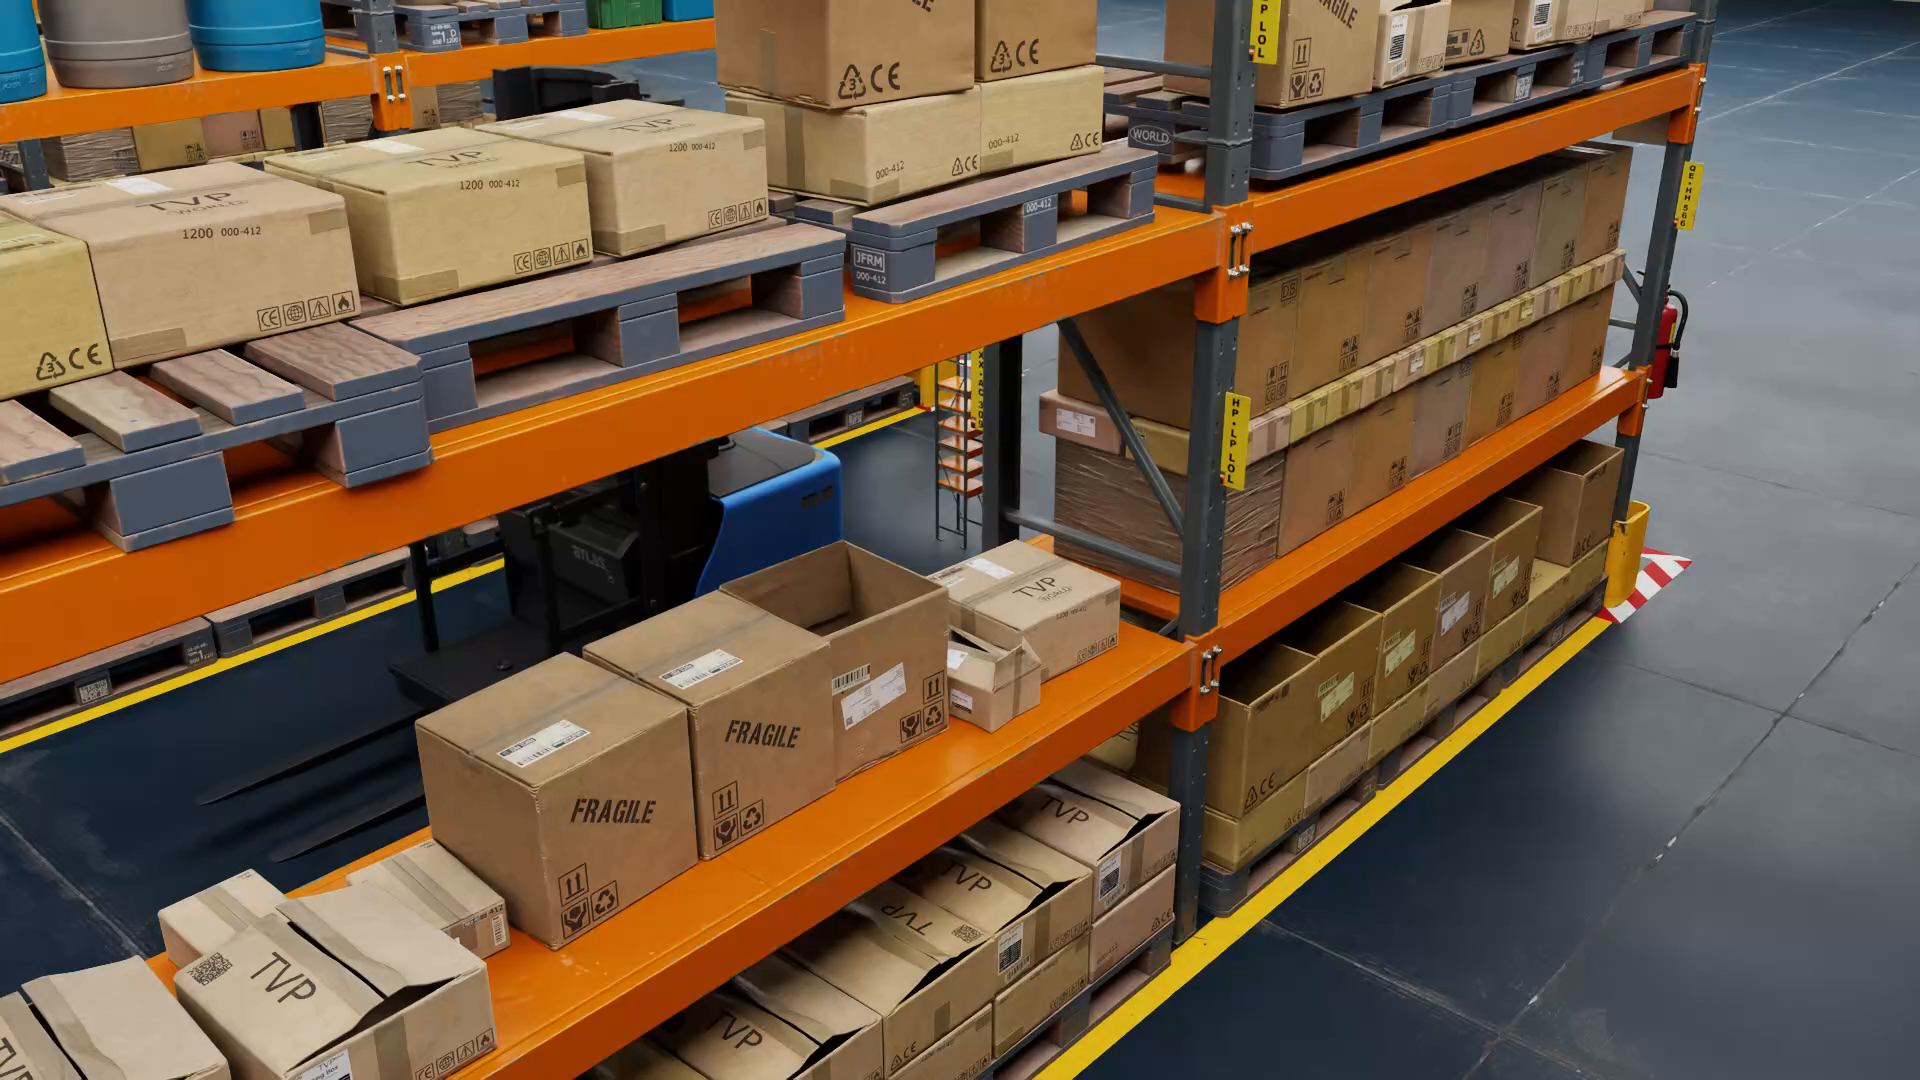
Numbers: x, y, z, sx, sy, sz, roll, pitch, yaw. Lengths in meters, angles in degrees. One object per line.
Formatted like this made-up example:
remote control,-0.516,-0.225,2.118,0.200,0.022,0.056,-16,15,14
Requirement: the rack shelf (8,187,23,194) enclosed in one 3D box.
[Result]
rack shelf,-5.546,-2.965,13.576,1.077,0.370,4.000,20,31,38

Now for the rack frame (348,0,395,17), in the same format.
rack frame,-3.192,-4.069,7.826,1.000,3.000,0.127,20,31,38

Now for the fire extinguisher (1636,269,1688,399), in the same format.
fire extinguisher,3.589,-1.071,8.566,0.296,0.674,0.183,20,31,38

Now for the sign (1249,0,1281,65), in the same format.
sign,0.905,-1.581,4.927,0.100,0.325,0.005,20,31,38

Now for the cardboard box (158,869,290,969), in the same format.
cardboard box,-1.781,1.006,4.147,0.380,0.149,0.250,20,31,38

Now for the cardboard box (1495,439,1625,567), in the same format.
cardboard box,3.027,-0.231,8.530,0.500,0.500,0.500,20,31,38

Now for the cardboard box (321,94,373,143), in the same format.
cardboard box,-5.209,-3.598,13.624,0.875,0.500,0.500,20,31,38

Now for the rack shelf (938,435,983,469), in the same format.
rack shelf,0.010,-0.511,9.533,0.258,0.103,0.180,20,31,38

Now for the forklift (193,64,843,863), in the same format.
forklift,-1.906,-0.445,7.159,1.130,2.935,3.031,20,31,37

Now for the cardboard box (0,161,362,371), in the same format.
cardboard box,-1.578,-0.569,3.357,0.500,0.250,0.500,21,32,39

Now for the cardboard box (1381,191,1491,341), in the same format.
cardboard box,1.790,-1.211,7.077,0.700,0.500,0.500,20,31,38

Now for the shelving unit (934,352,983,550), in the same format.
shelving unit,0.010,-0.552,9.514,0.258,1.200,0.189,20,31,38

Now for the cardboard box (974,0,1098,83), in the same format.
cardboard box,0.053,-1.635,4.817,0.500,0.500,0.500,21,31,38

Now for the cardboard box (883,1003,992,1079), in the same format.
cardboard box,-0.247,1.600,5.362,0.500,0.250,0.500,21,32,39

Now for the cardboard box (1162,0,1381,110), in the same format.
cardboard box,1.027,-1.729,5.468,0.500,0.500,0.500,-21,32,-39

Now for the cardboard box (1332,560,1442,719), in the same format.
cardboard box,1.704,0.382,7.162,0.500,0.500,0.500,20,31,38

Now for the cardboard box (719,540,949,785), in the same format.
cardboard box,-0.382,0.366,5.144,0.500,0.500,0.500,-22,32,-39

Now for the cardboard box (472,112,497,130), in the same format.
cardboard box,-4.247,-3.645,14.520,0.380,0.149,0.250,20,31,38

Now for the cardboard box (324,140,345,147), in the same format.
cardboard box,-5.170,-3.159,13.437,0.380,0.149,0.250,20,31,38

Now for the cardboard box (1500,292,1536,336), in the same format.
cardboard box,2.362,-1.056,7.523,0.380,0.149,0.250,21,32,39

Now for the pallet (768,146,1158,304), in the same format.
pallet,-0.085,-0.987,4.853,0.805,0.209,1.217,19,30,36

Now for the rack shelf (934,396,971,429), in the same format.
rack shelf,0.010,-0.730,9.434,0.258,0.103,0.180,20,31,38

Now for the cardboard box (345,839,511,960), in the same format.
cardboard box,-1.366,0.951,4.269,0.250,0.149,0.380,-21,32,-39

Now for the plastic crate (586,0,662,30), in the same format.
plastic crate,-1.936,-3.010,9.390,0.336,0.188,0.450,20,31,38

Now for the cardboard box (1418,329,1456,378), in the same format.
cardboard box,1.849,-0.822,7.001,0.380,0.149,0.250,20,31,37

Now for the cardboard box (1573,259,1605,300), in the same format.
cardboard box,2.877,-1.290,8.045,0.380,0.149,0.250,21,32,39

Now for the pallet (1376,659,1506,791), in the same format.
pallet,1.870,0.690,7.953,1.003,0.211,1.213,20,31,38

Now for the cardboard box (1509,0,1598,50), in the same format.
cardboard box,2.220,-2.188,6.722,0.500,0.311,0.500,-20,31,-37

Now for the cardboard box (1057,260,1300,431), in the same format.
cardboard box,0.786,-0.753,6.054,0.700,0.500,0.500,20,31,38

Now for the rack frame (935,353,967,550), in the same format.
rack frame,-0.051,-0.524,9.452,0.240,1.200,0.006,20,31,38

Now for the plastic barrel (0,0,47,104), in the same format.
plastic barrel,-4.243,-2.316,6.971,0.600,0.901,0.708,20,31,38

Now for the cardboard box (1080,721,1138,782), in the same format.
cardboard box,0.641,0.884,6.959,0.500,0.250,0.500,20,31,38

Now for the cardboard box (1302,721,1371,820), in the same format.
cardboard box,1.367,0.876,6.978,0.500,0.250,0.500,20,31,38

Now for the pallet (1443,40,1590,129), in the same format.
pallet,1.858,-1.943,6.860,1.003,0.211,1.213,20,31,38

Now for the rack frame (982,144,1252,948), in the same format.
rack frame,0.494,0.022,6.035,1.000,3.000,0.127,20,31,38

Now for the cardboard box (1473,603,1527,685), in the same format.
cardboard box,2.369,0.419,7.997,0.500,0.250,0.500,20,31,38

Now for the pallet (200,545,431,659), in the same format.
pallet,-3.687,0.191,9.067,1.003,0.211,1.213,20,31,38

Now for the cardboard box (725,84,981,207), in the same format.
cardboard box,-0.289,-1.117,4.578,0.500,0.250,0.500,17,29,33

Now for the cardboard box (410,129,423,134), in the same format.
cardboard box,-4.722,-3.407,13.989,0.380,0.149,0.250,20,31,38

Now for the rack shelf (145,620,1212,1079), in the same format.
rack shelf,-0.841,0.960,4.823,1.077,0.370,4.000,20,31,38

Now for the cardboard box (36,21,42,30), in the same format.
cardboard box,-6.785,-3.534,12.258,0.500,0.500,0.500,20,31,38

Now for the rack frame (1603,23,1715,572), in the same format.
rack frame,3.164,-1.197,8.753,1.000,3.000,0.127,20,31,38

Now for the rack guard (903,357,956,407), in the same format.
rack guard,-0.538,-1.374,12.203,1.175,0.500,0.348,20,31,38

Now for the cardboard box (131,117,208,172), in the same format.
cardboard box,-6.174,-3.128,12.575,0.875,0.500,0.500,20,31,38

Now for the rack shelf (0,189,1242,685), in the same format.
rack shelf,-0.841,-0.409,4.209,1.077,0.370,4.000,20,31,38

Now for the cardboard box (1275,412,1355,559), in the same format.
cardboard box,1.133,-0.323,6.682,0.700,0.500,0.500,20,31,37

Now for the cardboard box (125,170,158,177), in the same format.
cardboard box,-6.190,-2.709,12.433,0.380,0.149,0.250,20,31,38

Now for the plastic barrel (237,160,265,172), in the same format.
plastic barrel,-3.676,-1.525,8.873,0.600,0.901,0.708,20,31,38

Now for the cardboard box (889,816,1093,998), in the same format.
cardboard box,0.095,1.191,5.589,0.500,0.311,0.500,21,32,39

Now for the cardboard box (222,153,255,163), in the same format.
cardboard box,-5.697,-2.940,12.949,0.380,0.149,0.250,20,31,38

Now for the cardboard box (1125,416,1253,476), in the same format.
cardboard box,0.818,-0.349,5.946,0.380,0.149,0.250,20,31,37

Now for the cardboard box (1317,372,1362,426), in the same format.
cardboard box,1.330,-0.584,6.472,0.380,0.149,0.250,20,31,37

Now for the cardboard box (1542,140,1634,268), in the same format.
cardboard box,2.807,-1.679,8.121,0.700,0.500,0.500,20,31,38

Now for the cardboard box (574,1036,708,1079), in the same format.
cardboard box,-0.921,1.651,4.563,0.500,0.311,0.500,19,30,36

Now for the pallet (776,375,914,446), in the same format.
pallet,-1.084,-0.996,11.713,1.003,0.211,1.213,20,31,38

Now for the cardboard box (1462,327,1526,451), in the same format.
cardboard box,2.160,-0.793,7.729,0.700,0.500,0.500,20,31,38

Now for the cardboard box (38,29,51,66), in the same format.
cardboard box,-6.391,-3.389,11.935,0.500,0.500,0.500,20,31,38
